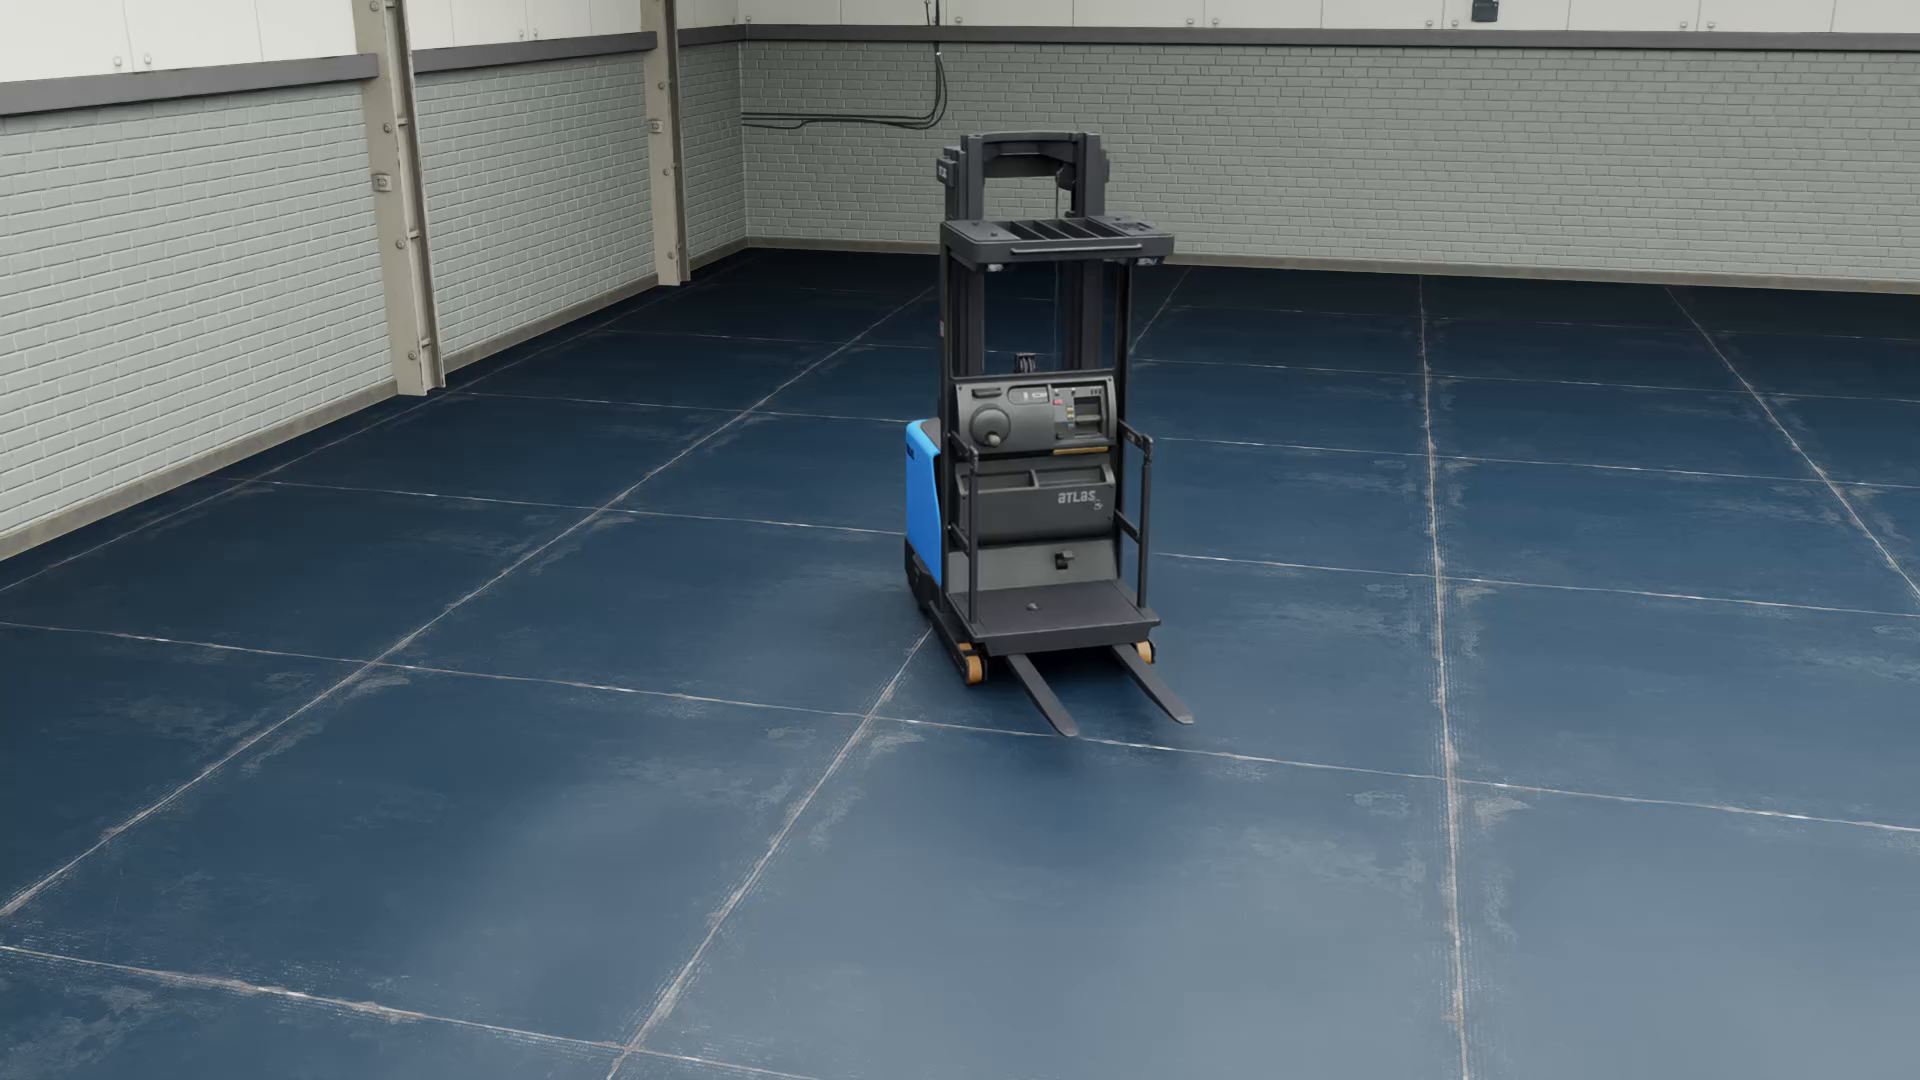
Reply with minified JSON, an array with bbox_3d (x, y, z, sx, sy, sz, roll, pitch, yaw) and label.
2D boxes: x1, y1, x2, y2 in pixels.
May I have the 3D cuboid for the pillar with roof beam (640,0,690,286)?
[{"bbox_3d":[0.489,-7.232,18.938,9.100,9.000,0.400,5,19,13],"label":"pillar with roof beam"}]

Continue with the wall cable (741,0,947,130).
[{"bbox_3d":[-1.683,-6.921,22.833,3.097,2.526,0.112,5,19,13],"label":"wall cable"}]

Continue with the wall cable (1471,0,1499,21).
[{"bbox_3d":[7.519,-9.245,19.572,2.305,6.003,0.169,5,19,13],"label":"wall cable"}]

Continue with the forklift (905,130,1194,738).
[{"bbox_3d":[0.488,-0.711,9.235,1.130,2.935,3.031,-5,19,-13],"label":"forklift"}]

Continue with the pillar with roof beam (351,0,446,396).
[{"bbox_3d":[-0.977,-5.351,13.433,9.100,9.000,0.400,5,19,13],"label":"pillar with roof beam"}]
